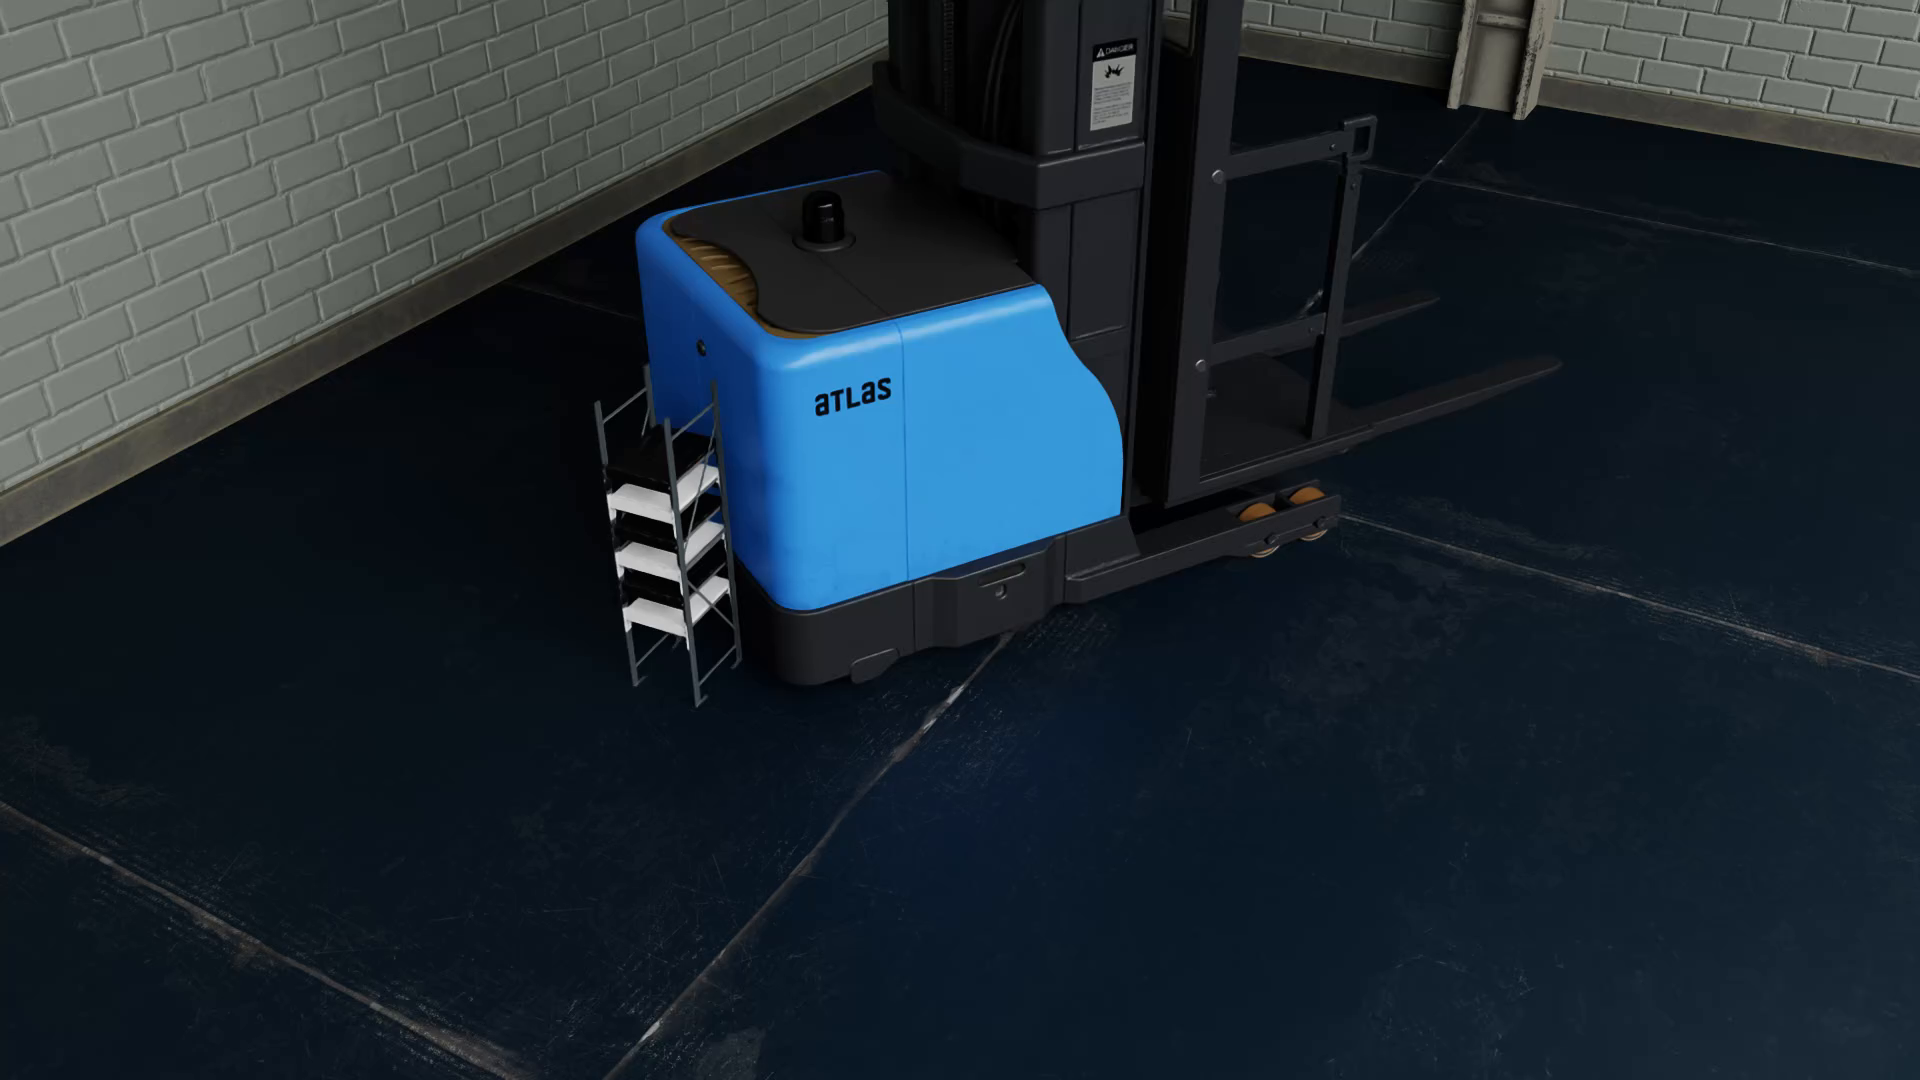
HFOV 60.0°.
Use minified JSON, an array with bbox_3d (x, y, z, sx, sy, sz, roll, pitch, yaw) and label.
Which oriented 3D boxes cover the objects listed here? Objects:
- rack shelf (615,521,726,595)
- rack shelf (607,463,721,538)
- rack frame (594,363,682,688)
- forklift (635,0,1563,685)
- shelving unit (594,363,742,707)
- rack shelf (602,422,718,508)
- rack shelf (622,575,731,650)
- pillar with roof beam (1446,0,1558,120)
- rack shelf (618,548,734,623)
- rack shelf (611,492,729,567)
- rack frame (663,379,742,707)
[{"bbox_3d":[-0.766,0.028,4.456,0.200,0.077,0.258,14,36,20],"label":"rack shelf"},{"bbox_3d":[-0.766,-0.122,4.357,0.200,0.077,0.258,14,36,20],"label":"rack shelf"},{"bbox_3d":[-0.859,-0.023,4.473,0.006,0.900,0.240,14,36,20],"label":"rack frame"},{"bbox_3d":[0.611,-1.404,4.714,3.031,2.935,1.130,-17,37,-24],"label":"forklift"},{"bbox_3d":[-0.766,0.000,4.438,0.210,0.900,0.258,14,36,20],"label":"shelving unit"},{"bbox_3d":[-0.766,-0.197,4.307,0.200,0.077,0.258,14,36,20],"label":"rack shelf"},{"bbox_3d":[-0.766,0.178,4.556,0.200,0.077,0.258,14,36,20],"label":"rack shelf"},{"bbox_3d":[0.630,-3.937,3.043,0.400,9.000,9.100,18,37,24],"label":"pillar with roof beam"},{"bbox_3d":[-0.766,0.103,4.506,0.200,0.077,0.258,14,36,20],"label":"rack shelf"},{"bbox_3d":[-0.766,-0.047,4.407,0.200,0.077,0.258,14,36,20],"label":"rack shelf"},{"bbox_3d":[-0.674,0.024,4.403,0.006,0.900,0.240,14,36,20],"label":"rack frame"}]
